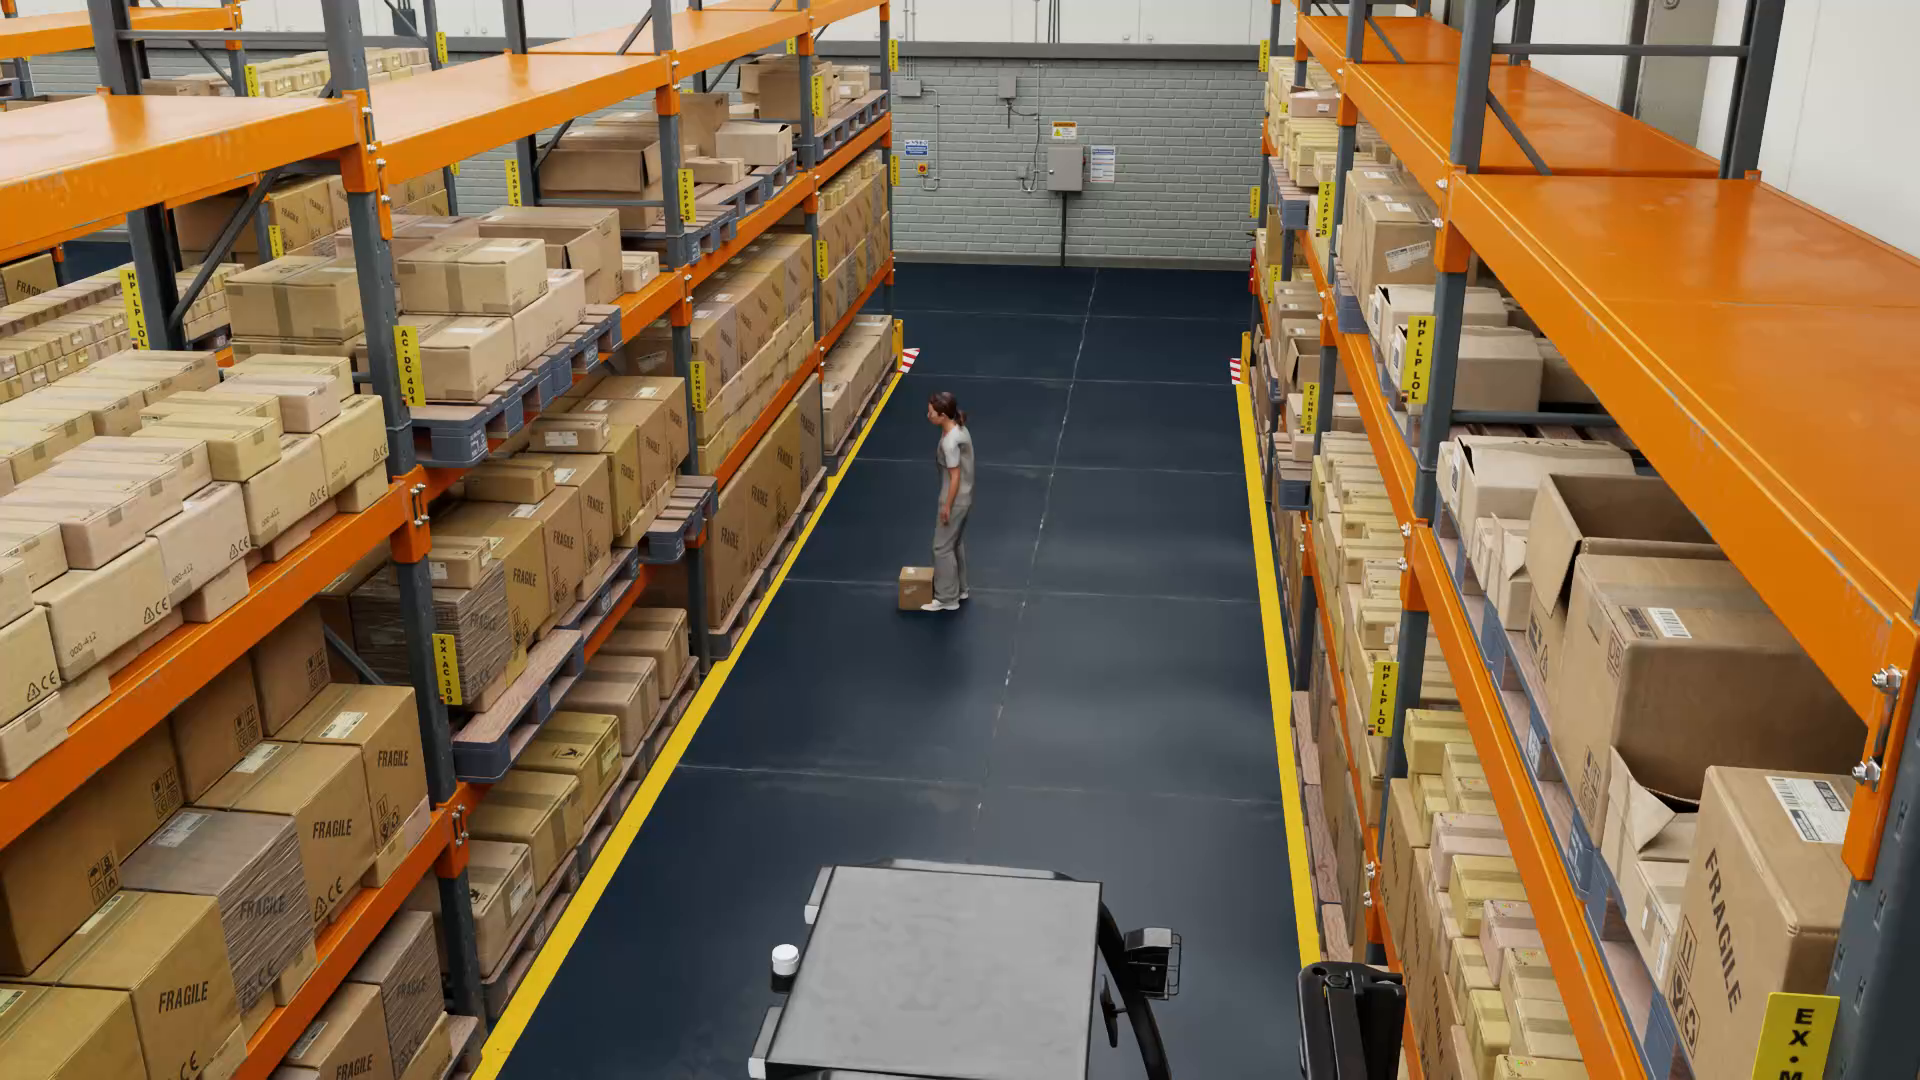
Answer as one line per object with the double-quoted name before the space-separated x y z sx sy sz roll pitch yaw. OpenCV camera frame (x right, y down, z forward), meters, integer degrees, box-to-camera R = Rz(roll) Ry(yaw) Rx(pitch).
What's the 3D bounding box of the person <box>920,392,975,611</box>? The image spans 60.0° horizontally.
"person" -0.098 -0.292 12.240 0.416 1.671 0.496 2 21 4
